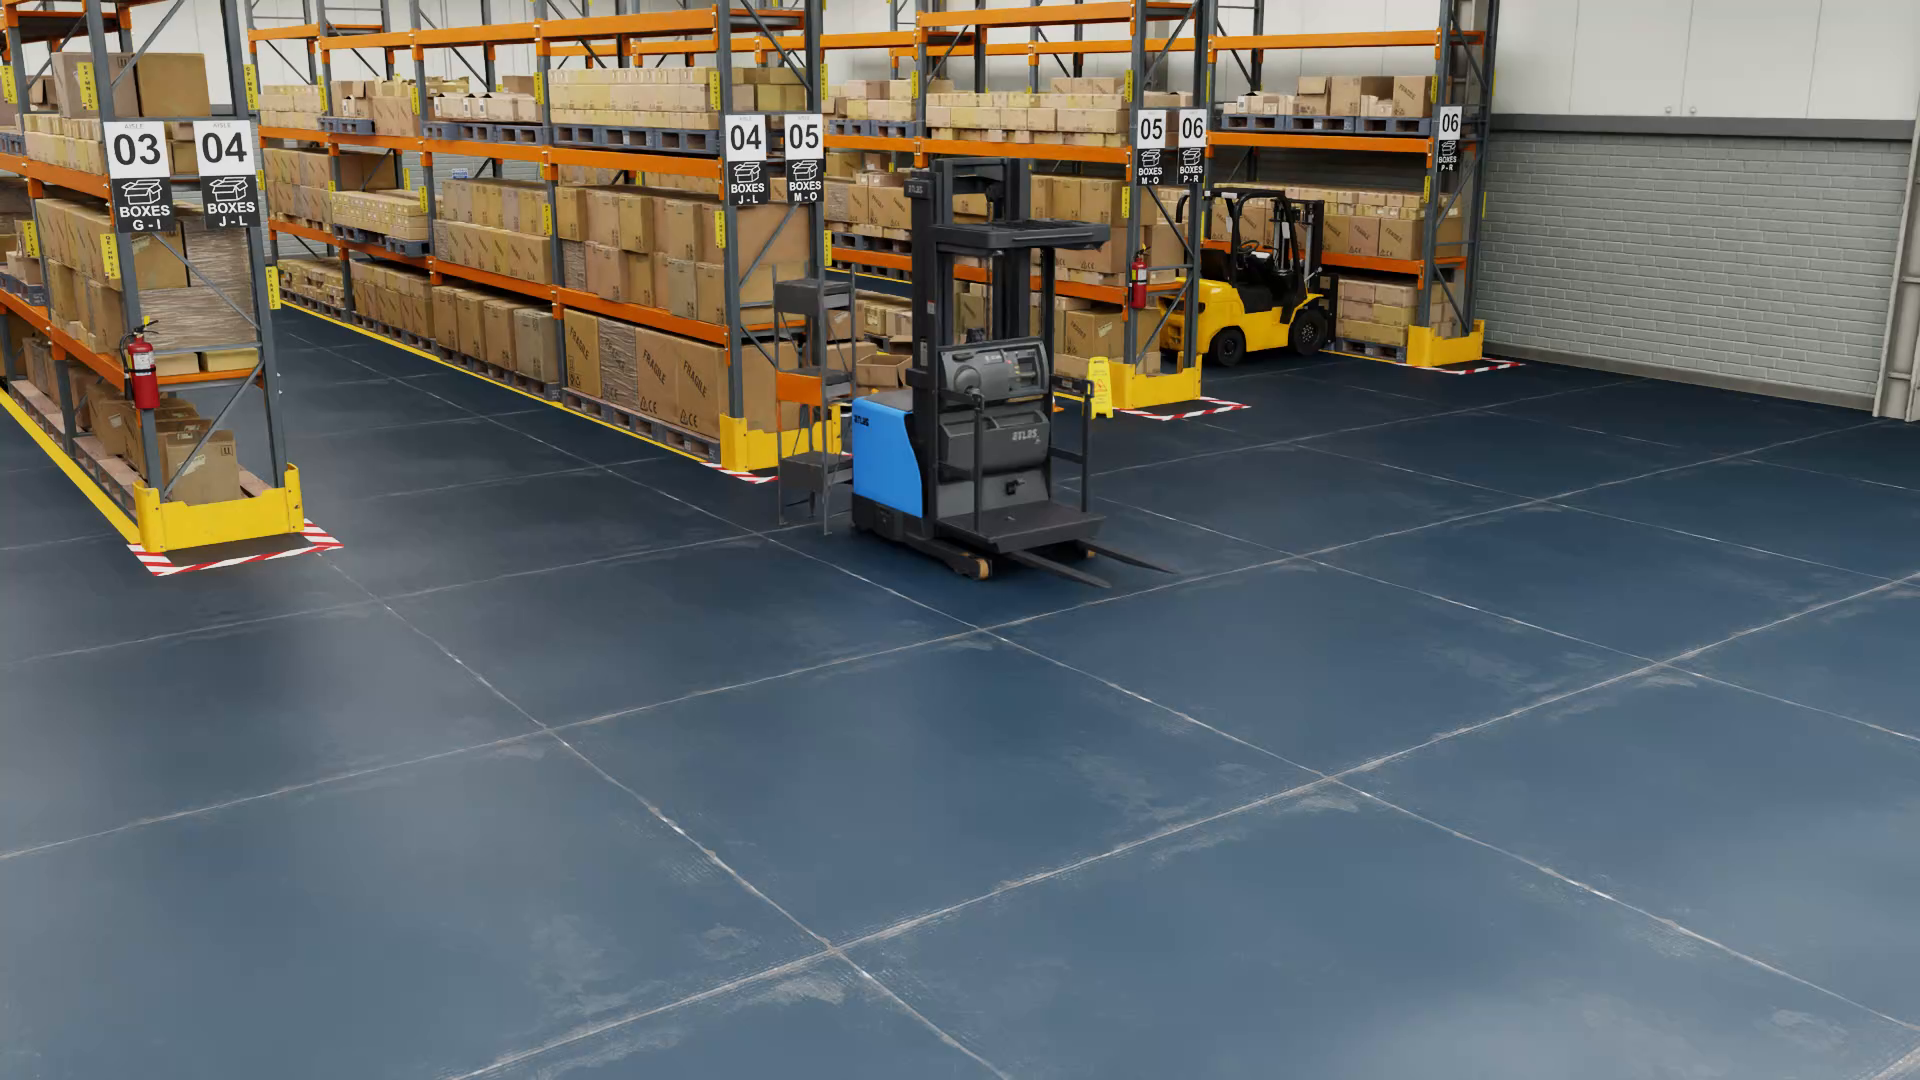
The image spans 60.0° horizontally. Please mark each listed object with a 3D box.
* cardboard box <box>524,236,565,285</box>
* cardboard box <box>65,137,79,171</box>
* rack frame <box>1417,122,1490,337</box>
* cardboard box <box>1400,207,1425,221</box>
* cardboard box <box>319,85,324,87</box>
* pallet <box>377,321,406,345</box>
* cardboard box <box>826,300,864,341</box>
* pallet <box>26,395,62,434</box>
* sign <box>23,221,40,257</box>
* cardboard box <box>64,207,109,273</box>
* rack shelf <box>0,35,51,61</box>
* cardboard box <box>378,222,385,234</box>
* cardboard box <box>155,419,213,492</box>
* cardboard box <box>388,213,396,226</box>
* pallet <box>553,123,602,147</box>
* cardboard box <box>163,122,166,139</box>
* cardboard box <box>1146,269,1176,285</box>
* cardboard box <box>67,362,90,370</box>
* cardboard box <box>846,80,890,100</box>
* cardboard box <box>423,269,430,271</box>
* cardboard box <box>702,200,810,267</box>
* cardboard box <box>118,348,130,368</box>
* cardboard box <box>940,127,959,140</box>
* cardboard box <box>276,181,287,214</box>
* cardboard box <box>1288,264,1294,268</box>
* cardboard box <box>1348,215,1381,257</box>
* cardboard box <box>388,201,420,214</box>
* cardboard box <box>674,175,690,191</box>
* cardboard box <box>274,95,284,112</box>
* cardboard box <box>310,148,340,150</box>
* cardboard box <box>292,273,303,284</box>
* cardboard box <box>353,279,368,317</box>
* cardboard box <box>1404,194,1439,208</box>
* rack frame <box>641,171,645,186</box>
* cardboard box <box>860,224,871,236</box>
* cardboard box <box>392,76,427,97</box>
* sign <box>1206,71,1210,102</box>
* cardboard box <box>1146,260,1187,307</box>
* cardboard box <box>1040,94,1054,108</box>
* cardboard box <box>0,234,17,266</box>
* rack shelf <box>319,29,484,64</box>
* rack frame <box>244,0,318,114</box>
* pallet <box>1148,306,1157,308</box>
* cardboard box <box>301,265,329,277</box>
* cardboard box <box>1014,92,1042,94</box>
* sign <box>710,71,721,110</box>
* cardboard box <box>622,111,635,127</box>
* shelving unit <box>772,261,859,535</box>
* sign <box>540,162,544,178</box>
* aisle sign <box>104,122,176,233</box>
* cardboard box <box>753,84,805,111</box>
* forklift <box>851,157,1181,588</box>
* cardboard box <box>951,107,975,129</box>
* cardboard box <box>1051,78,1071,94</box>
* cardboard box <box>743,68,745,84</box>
[{"bbox_3d":[-4.581,-3.174,18.801,0.500,0.500,0.500,-11,19,-35],"label":"cardboard box"},{"bbox_3d":[-6.857,-3.108,13.352,0.500,0.250,0.500,-10,18,-33],"label":"cardboard box"},{"bbox_3d":[6.252,-3.763,21.142,1.000,3.000,0.127,-11,19,-35],"label":"rack frame"},{"bbox_3d":[5.821,-4.154,21.154,0.380,0.149,0.250,-11,19,-34],"label":"cardboard box"},{"bbox_3d":[-9.167,-6.596,24.394,0.380,0.149,0.250,-12,19,-37],"label":"cardboard box"},{"bbox_3d":[-7.581,-2.992,23.609,1.003,0.211,1.213,-11,19,-35],"label":"pallet"},{"bbox_3d":[-1.535,-2.722,20.642,0.500,0.500,0.500,-11,19,-35],"label":"cardboard box"},{"bbox_3d":[-9.310,-1.389,17.752,1.003,0.211,1.213,-11,19,-35],"label":"pallet"},{"bbox_3d":[-8.576,-2.779,15.354,0.100,0.325,0.005,-11,19,-35],"label":"sign"},{"bbox_3d":[-7.178,-2.527,13.981,0.500,0.500,0.500,-11,19,-35],"label":"cardboard box"},{"bbox_3d":[-11.657,-5.942,19.861,1.077,0.370,4.000,-11,19,-35],"label":"rack shelf"},{"bbox_3d":[-7.671,-4.244,22.582,0.380,0.149,0.250,-12,19,-37],"label":"cardboard box"},{"bbox_3d":[-6.510,-0.708,13.922,0.500,0.500,0.500,-6,16,-20],"label":"cardboard box"},{"bbox_3d":[-7.383,-4.282,22.156,0.380,0.149,0.250,-10,18,-33],"label":"cardboard box"},{"bbox_3d":[-3.585,-4.283,17.530,1.003,0.211,1.213,-11,19,-35],"label":"pallet"},{"bbox_3d":[-6.251,-3.105,12.584,0.380,0.149,0.250,-12,19,-36],"label":"cardboard box"},{"bbox_3d":[2.207,-2.975,18.739,0.380,0.149,0.250,-11,19,-34],"label":"cardboard box"},{"bbox_3d":[-8.738,-1.553,16.970,0.700,0.500,0.500,-11,19,-35],"label":"cardboard box"},{"bbox_3d":[-1.175,-5.982,22.110,0.500,0.250,0.500,-10,18,-34],"label":"cardboard box"},{"bbox_3d":[-7.198,-3.669,23.319,0.500,0.250,0.500,-11,19,-34],"label":"cardboard box"},{"bbox_3d":[-1.893,-2.880,15.587,0.875,0.550,0.550,-11,19,-35],"label":"cardboard box"},{"bbox_3d":[-6.447,-1.460,13.203,0.380,0.149,0.250,-11,19,-35],"label":"cardboard box"},{"bbox_3d":[-0.021,-5.002,20.462,0.380,0.149,0.250,-11,19,-34],"label":"cardboard box"},{"bbox_3d":[-10.738,-5.561,26.958,0.500,0.500,0.500,-11,19,-34],"label":"cardboard box"},{"bbox_3d":[4.656,-3.795,23.777,0.500,0.250,0.500,-11,19,-35],"label":"cardboard box"},{"bbox_3d":[5.452,-3.987,21.774,0.500,0.500,0.500,-10,18,-33],"label":"cardboard box"},{"bbox_3d":[-7.368,-4.422,22.102,0.380,0.149,0.250,-10,18,-33],"label":"cardboard box"},{"bbox_3d":[-4.176,-5.734,26.261,0.500,0.500,0.500,-11,19,-36],"label":"cardboard box"},{"bbox_3d":[-10.470,-6.879,26.181,0.500,0.250,0.500,-11,19,-34],"label":"cardboard box"},{"bbox_3d":[-10.345,-6.125,27.125,0.500,0.500,0.500,-12,19,-36],"label":"cardboard box"},{"bbox_3d":[-10.619,-4.260,27.000,0.380,0.149,0.250,-10,18,-33],"label":"cardboard box"},{"bbox_3d":[-8.541,-3.562,24.348,0.500,0.500,0.500,-10,18,-32],"label":"cardboard box"},{"bbox_3d":[5.871,-4.311,21.163,0.380,0.149,0.250,-11,19,-34],"label":"cardboard box"},{"bbox_3d":[-4.817,-5.554,27.686,1.000,3.000,0.127,-11,19,-35],"label":"rack frame"},{"bbox_3d":[-1.113,-4.156,22.260,0.380,0.149,0.250,-11,19,-34],"label":"cardboard box"},{"bbox_3d":[-7.171,-5.927,21.729,0.396,0.266,0.258,-11,19,-35],"label":"cardboard box"},{"bbox_3d":[2.678,-4.944,18.120,0.100,0.325,0.005,-11,19,-35],"label":"sign"},{"bbox_3d":[3.134,-3.951,25.531,0.875,0.625,0.625,-11,19,-35],"label":"cardboard box"},{"bbox_3d":[1.138,-5.016,19.005,0.380,0.149,0.250,-12,19,-36],"label":"cardboard box"},{"bbox_3d":[-10.972,-3.277,19.176,0.500,0.500,0.500,-10,18,-33],"label":"cardboard box"},{"bbox_3d":[-7.585,-6.691,22.595,1.077,0.370,4.000,-11,19,-35],"label":"rack shelf"},{"bbox_3d":[-11.113,-8.512,27.129,1.000,3.000,0.127,-11,19,-35],"label":"rack frame"},{"bbox_3d":[3.435,-3.423,25.183,1.003,0.211,1.213,-11,19,-35],"label":"pallet"},{"bbox_3d":[-10.290,-4.290,26.546,0.380,0.149,0.250,-11,19,-34],"label":"cardboard box"},{"bbox_3d":[1.106,-7.209,27.016,0.380,0.149,0.250,-10,18,-33],"label":"cardboard box"},{"bbox_3d":[-2.153,-3.956,14.638,0.100,0.325,0.005,-11,19,-35],"label":"sign"},{"bbox_3d":[-3.072,-4.122,16.264,0.380,0.149,0.250,-11,19,-34],"label":"cardboard box"},{"bbox_3d":[-1.143,-1.132,13.234,0.503,2.100,0.431,11,19,36],"label":"shelving unit"},{"bbox_3d":[-7.621,-6.779,30.372,0.100,0.325,0.005,-11,19,-35],"label":"sign"},{"bbox_3d":[-5.983,-2.647,12.142,0.394,0.787,0.004,-11,19,-35],"label":"aisle sign"},{"bbox_3d":[-1.782,-4.113,15.476,0.500,0.250,0.500,-11,19,-35],"label":"cardboard box"},{"bbox_3d":[0.383,-1.260,12.127,1.130,2.935,3.031,-10,18,-33],"label":"forklift"},{"bbox_3d":[0.235,-5.118,20.133,0.500,0.250,0.500,-11,19,-35],"label":"cardboard box"},{"bbox_3d":[1.777,-7.024,26.202,0.500,0.500,0.500,-11,19,-34],"label":"cardboard box"},{"bbox_3d":[-1.942,-4.391,15.737,0.380,0.149,0.250,-11,19,-35],"label":"cardboard box"}]
